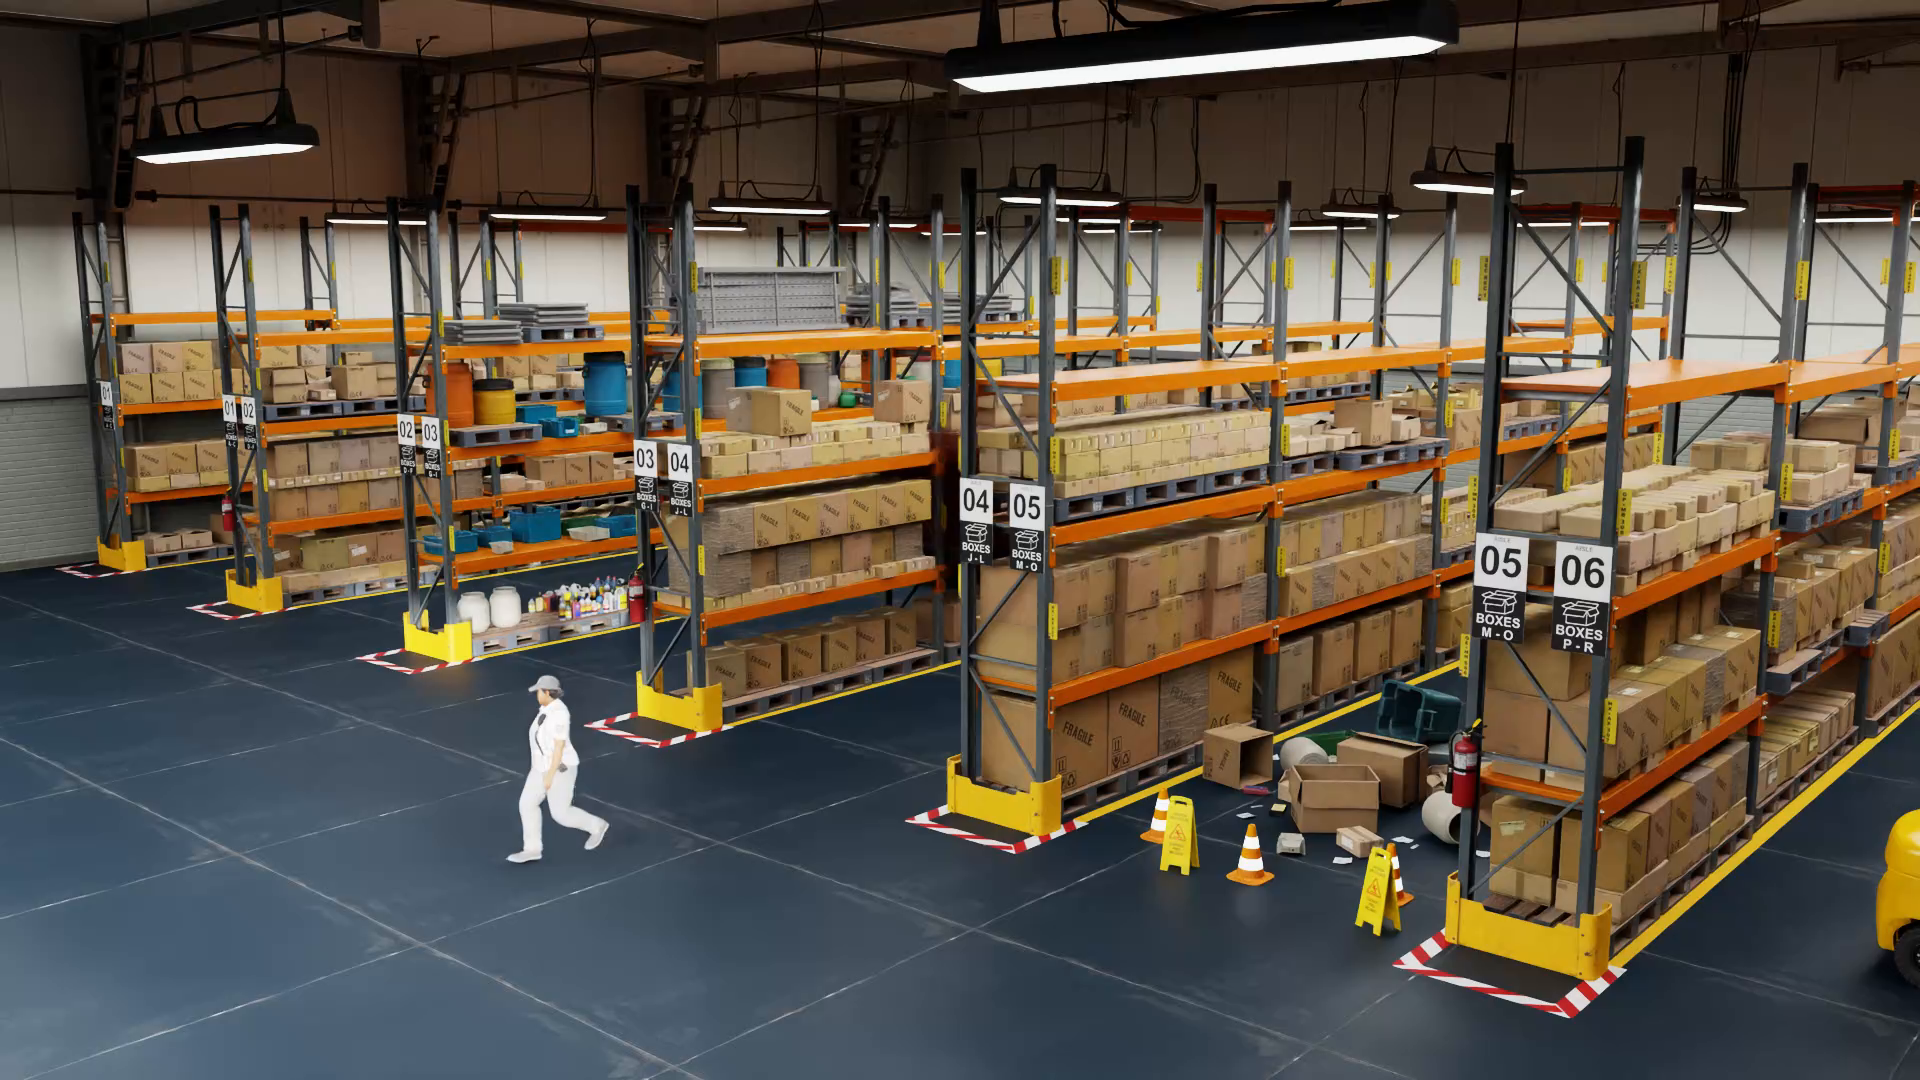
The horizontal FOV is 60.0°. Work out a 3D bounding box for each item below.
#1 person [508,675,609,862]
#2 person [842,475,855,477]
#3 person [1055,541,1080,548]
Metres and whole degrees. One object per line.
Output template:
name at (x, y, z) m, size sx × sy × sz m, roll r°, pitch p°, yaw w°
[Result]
person at (-3.549, 1.982, 14.501) m, size 0.858 × 1.607 × 0.486 m, roll -7°, pitch 12°, yaw -35°
person at (-1.836, -0.288, 26.137) m, size 0.446 × 1.670 × 0.481 m, roll -4°, pitch 10°, yaw -20°
person at (1.368, 0.510, 21.056) m, size 0.413 × 1.667 × 0.556 m, roll -9°, pitch 13°, yaw -44°
